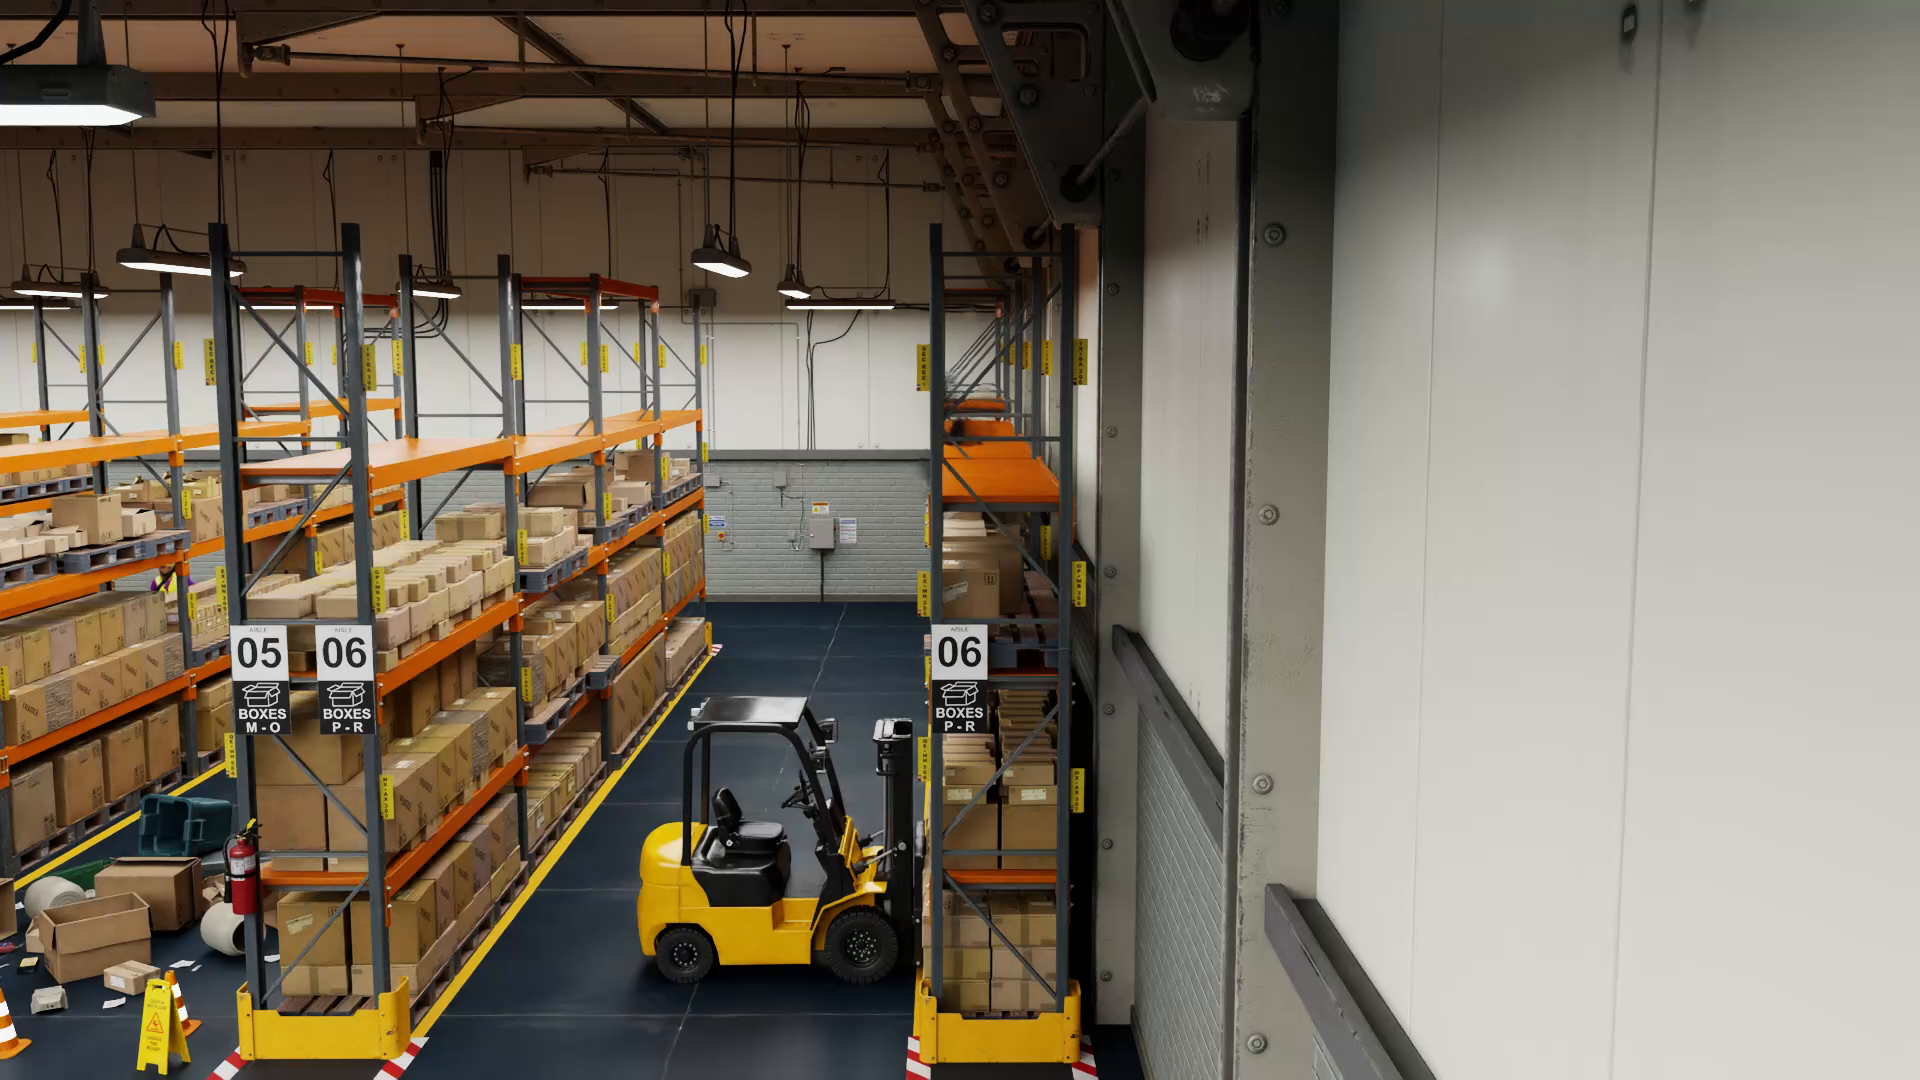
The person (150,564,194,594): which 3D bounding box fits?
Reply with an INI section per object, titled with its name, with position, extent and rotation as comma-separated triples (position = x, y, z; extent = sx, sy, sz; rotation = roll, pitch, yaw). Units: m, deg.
[person]
position = -12.977, 1.137, 27.462
extent = 0.730, 1.676, 0.662
rotation = -1, 7, -9
